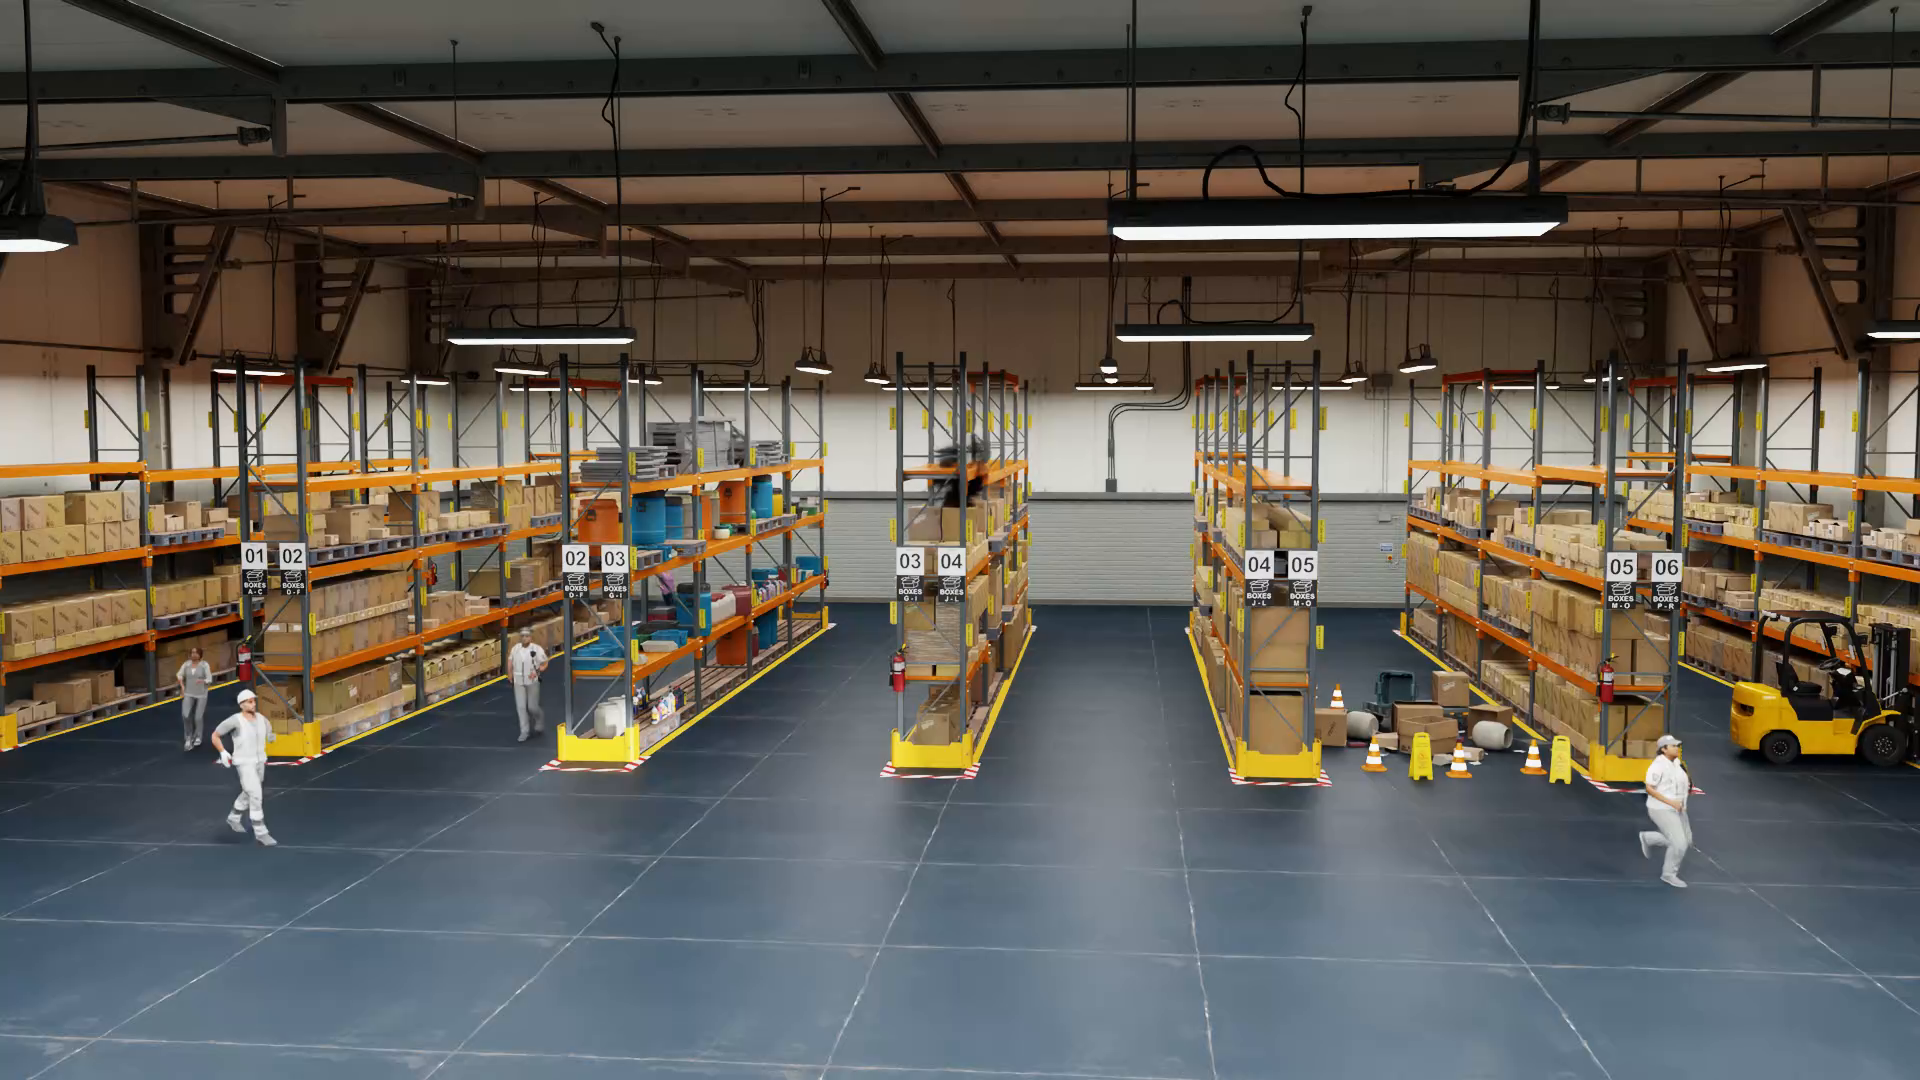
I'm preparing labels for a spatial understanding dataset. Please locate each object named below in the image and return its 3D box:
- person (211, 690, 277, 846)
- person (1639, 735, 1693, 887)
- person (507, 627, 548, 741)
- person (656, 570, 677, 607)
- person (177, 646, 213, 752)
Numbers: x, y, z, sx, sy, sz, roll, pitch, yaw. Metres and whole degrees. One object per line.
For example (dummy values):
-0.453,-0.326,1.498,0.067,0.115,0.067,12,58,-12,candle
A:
-8.443,2.679,19.755,0.930,1.810,0.656,2,4,24,person
7.684,2.924,18.116,0.625,1.617,0.580,-4,6,-42,person
-6.872,2.252,26.395,0.671,1.775,0.774,0,4,0,person
-7.236,1.328,41.000,0.581,1.566,0.666,-3,5,-39,person
-11.670,2.412,25.348,0.526,1.605,0.664,-1,4,-17,person
